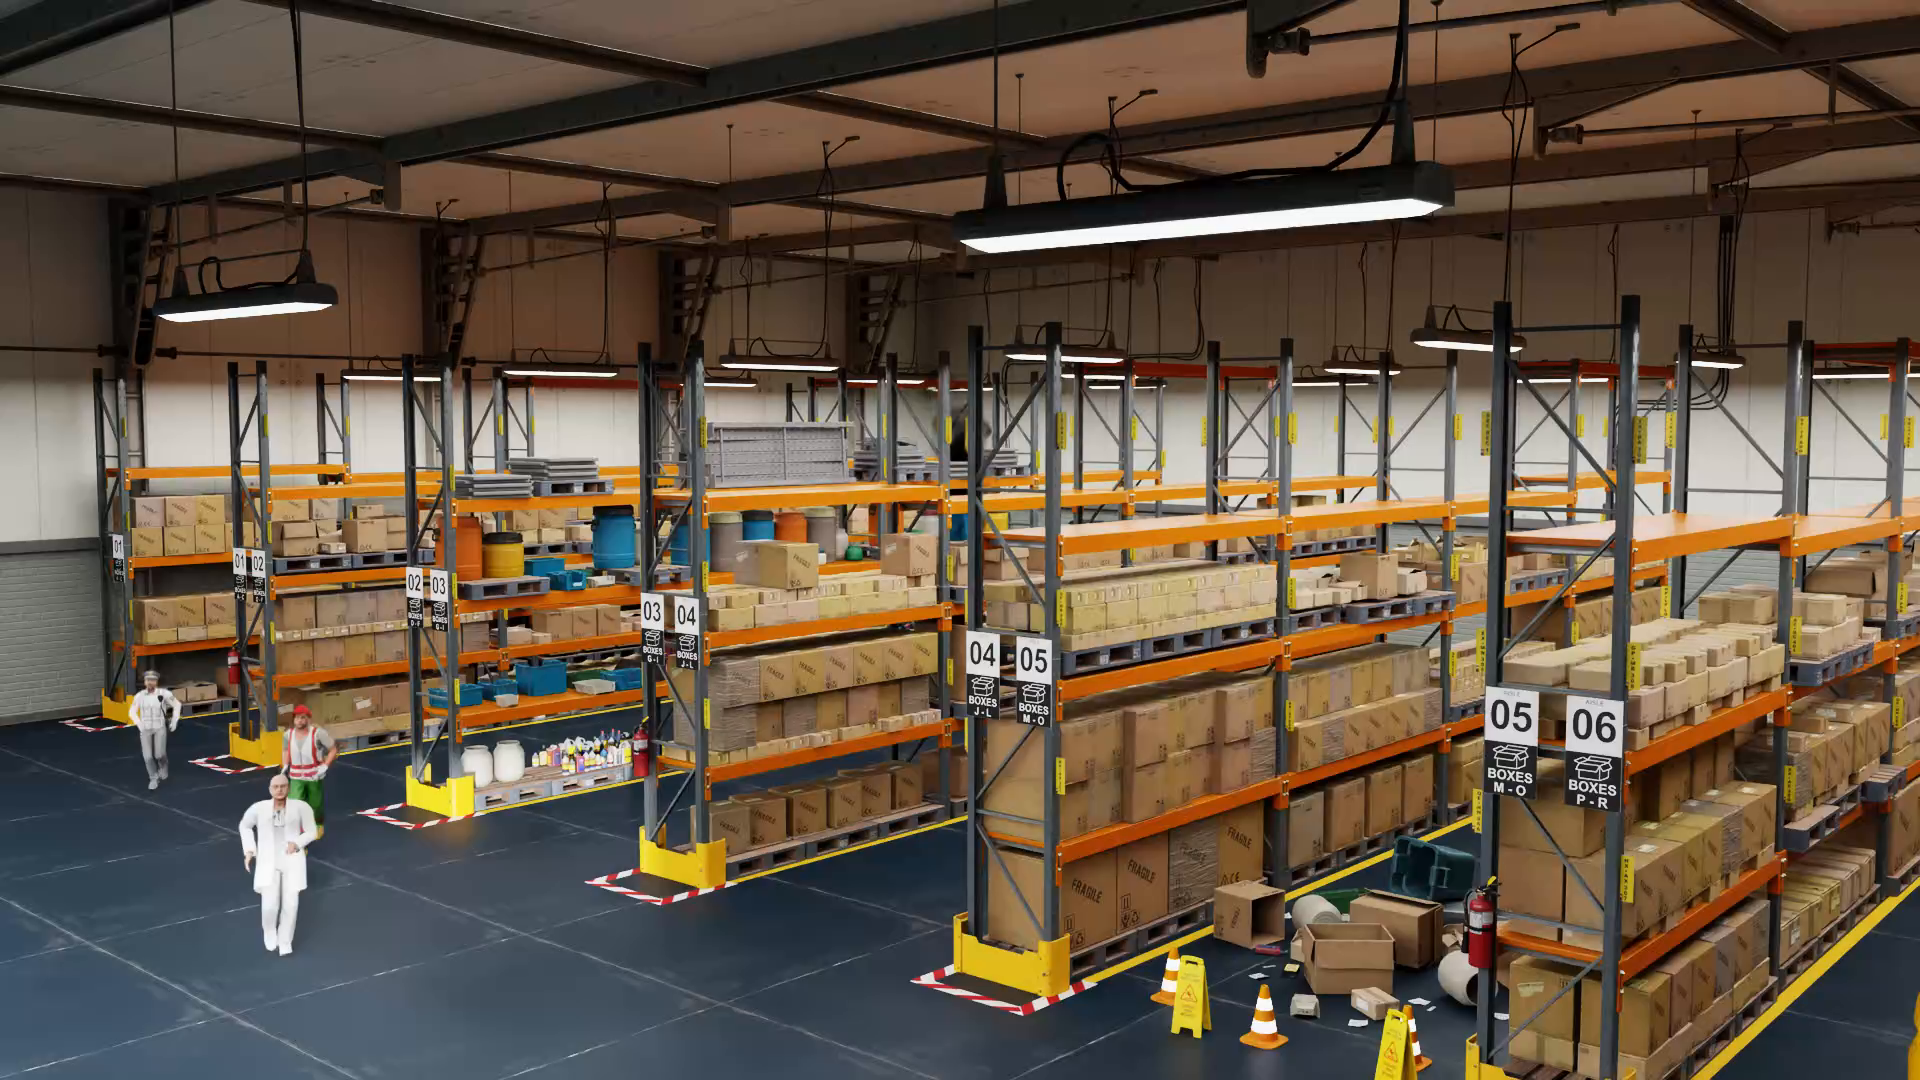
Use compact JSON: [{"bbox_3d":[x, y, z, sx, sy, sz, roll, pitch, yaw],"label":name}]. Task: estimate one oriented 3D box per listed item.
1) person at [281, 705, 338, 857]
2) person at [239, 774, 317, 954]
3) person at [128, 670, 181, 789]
[{"bbox_3d":[-7.696,2.825,19.659,0.661,1.787,0.888,0,4,-5],"label":"person"},{"bbox_3d":[-6.504,3.120,15.898,0.692,1.742,0.656,-2,5,-23],"label":"person"},{"bbox_3d":[-11.245,2.638,23.224,0.654,1.663,0.568,-1,4,-19],"label":"person"}]
